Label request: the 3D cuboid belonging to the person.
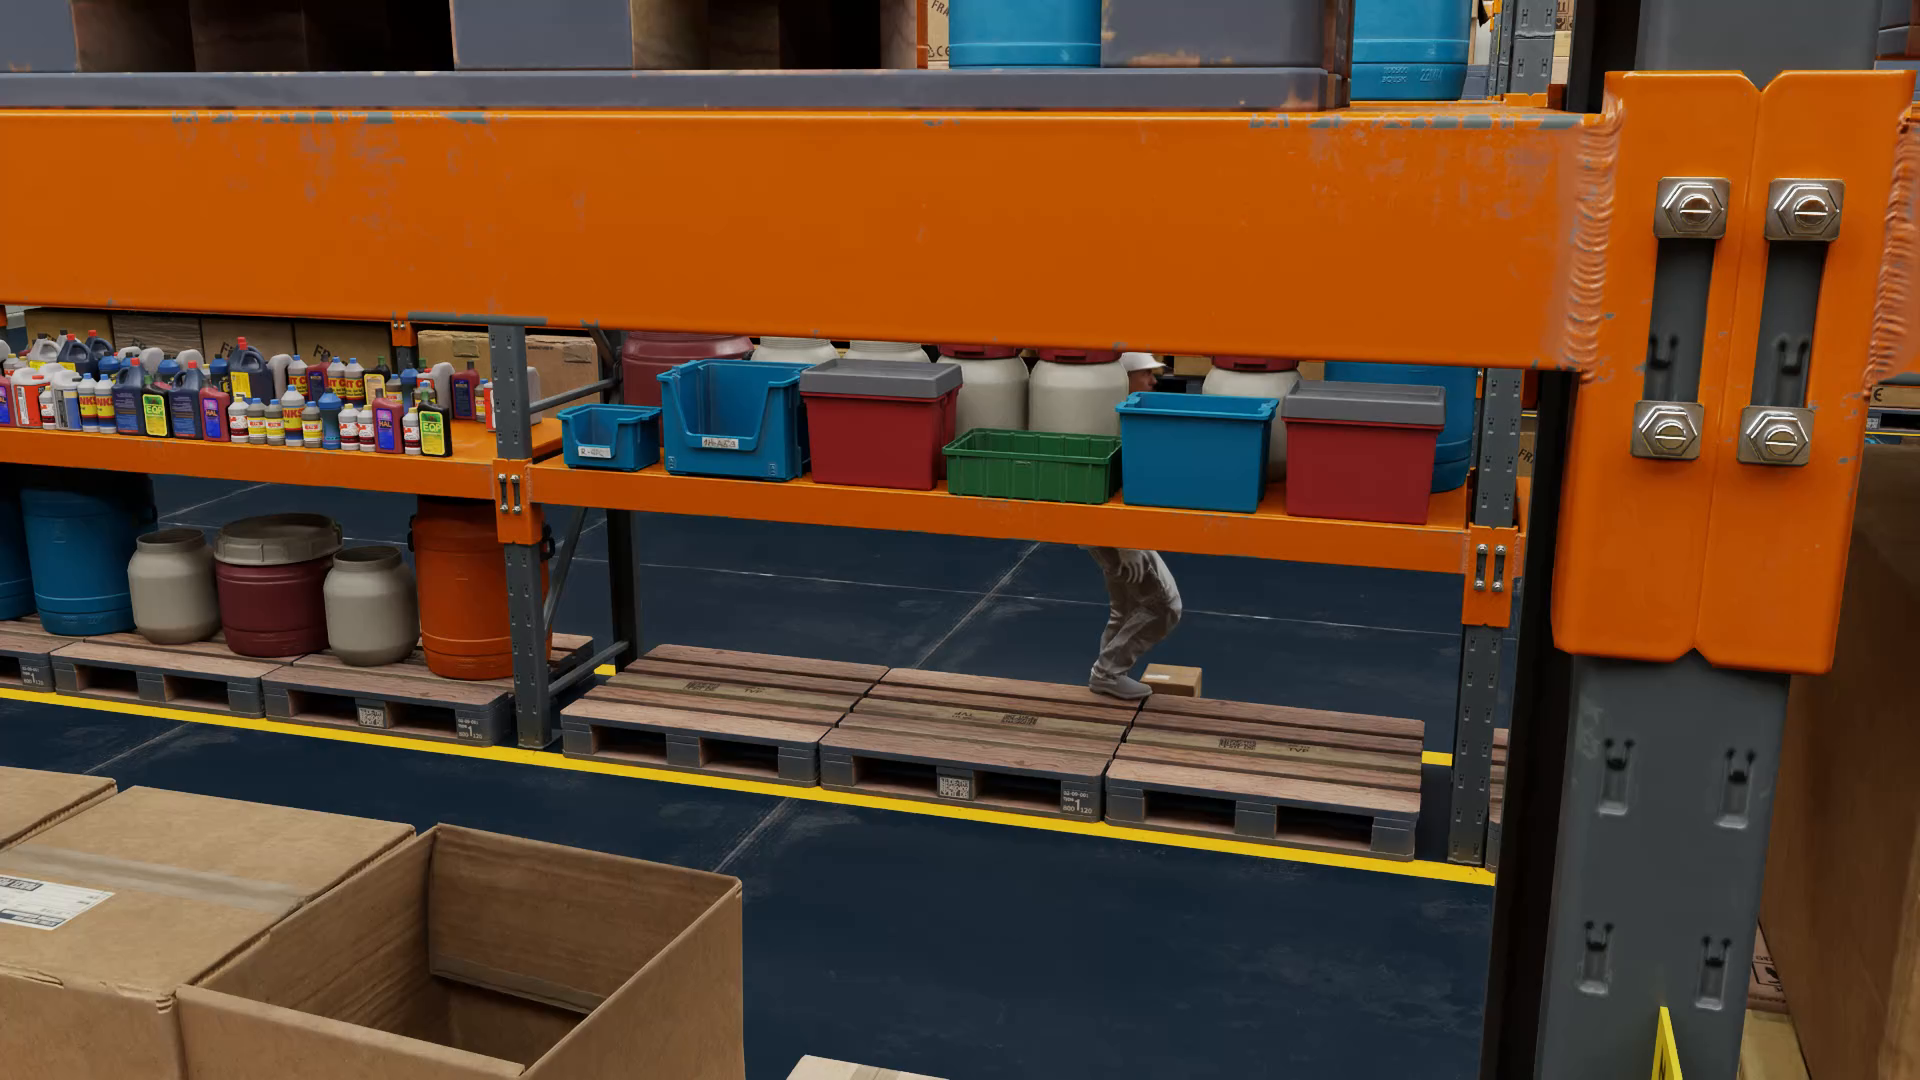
[{"bbox_3d":[0.778,-0.016,7.534,0.520,1.785,0.629,4,15,13],"label":"person"}]
